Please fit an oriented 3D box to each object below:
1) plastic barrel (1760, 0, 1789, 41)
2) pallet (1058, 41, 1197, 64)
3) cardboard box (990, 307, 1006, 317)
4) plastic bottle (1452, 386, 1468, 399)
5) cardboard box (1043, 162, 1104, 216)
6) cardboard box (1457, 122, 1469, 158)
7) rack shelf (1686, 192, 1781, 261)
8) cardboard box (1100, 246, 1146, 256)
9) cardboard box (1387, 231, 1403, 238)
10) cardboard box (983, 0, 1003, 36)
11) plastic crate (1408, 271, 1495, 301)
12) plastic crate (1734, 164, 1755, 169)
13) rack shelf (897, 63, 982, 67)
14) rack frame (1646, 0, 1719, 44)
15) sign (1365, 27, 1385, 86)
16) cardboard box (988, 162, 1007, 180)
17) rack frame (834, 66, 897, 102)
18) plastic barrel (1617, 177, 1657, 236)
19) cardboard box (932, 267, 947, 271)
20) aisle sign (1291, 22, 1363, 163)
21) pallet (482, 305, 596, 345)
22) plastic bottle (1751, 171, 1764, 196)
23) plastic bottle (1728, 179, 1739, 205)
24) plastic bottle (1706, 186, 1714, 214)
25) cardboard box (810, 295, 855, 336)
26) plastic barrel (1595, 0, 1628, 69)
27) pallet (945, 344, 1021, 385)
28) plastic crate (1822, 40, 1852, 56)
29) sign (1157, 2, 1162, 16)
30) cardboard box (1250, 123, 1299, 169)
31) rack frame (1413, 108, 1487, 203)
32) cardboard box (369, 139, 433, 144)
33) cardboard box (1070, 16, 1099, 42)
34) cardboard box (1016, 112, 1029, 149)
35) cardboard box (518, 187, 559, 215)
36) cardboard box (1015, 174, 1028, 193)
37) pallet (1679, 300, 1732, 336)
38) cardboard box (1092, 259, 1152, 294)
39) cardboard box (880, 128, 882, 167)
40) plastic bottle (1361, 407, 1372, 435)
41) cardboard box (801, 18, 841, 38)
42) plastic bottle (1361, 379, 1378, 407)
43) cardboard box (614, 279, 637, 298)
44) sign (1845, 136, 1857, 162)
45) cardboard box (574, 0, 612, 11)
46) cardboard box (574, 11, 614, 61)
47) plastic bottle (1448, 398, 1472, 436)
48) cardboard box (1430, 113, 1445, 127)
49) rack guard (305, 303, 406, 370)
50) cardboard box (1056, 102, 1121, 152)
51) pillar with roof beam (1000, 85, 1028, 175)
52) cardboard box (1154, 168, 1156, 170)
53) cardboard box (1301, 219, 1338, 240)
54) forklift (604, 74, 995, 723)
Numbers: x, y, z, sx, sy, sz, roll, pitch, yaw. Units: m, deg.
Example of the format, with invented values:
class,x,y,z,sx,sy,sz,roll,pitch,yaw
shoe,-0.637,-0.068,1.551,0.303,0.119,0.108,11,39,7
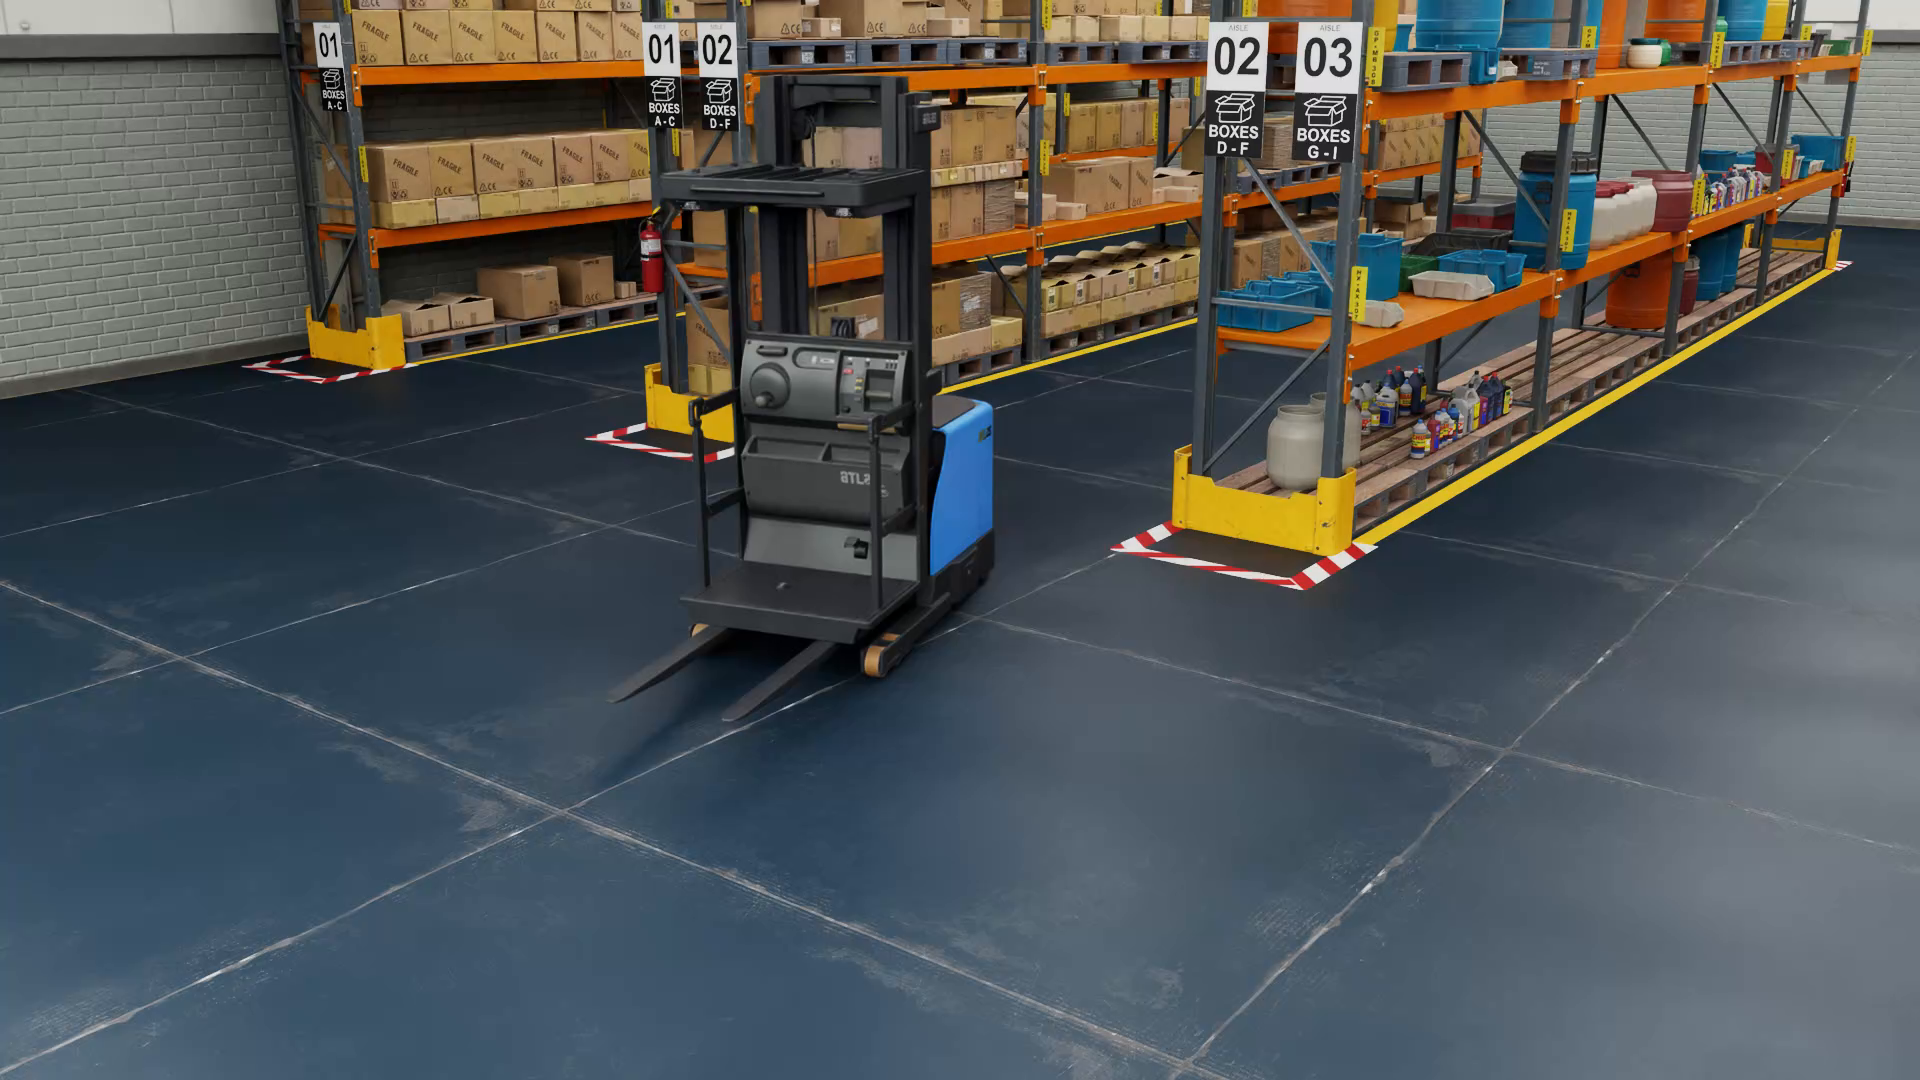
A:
class,x,y,z,sx,sy,sz,roll,pitch,yaw
plastic barrel,8.717,-5.770,18.182,0.600,0.588,0.600,0,17,0
pallet,1.742,-5.121,17.438,1.003,0.211,1.213,14,22,37
cardboard box,0.370,-2.308,17.046,0.500,0.250,0.500,12,21,34
plastic bottle,3.931,-1.074,12.995,0.152,0.276,0.135,12,21,35
cardboard box,1.140,-3.624,17.187,0.500,0.500,0.500,14,22,39
cardboard box,7.151,-5.898,24.508,0.500,0.500,0.500,13,21,35
rack shelf,7.906,-3.480,18.105,1.077,0.370,4.000,12,21,35
cardboard box,1.885,-3.179,18.906,0.500,0.311,0.500,12,21,33
cardboard box,6.053,-4.303,23.577,0.380,0.166,0.250,12,21,35
cardboard box,0.249,-7.407,23.568,0.700,0.500,0.500,12,21,34
plastic crate,3.567,-1.837,12.046,0.530,0.136,0.437,12,21,35
plastic crate,9.894,-4.670,21.069,0.293,0.136,0.466,12,21,35
rack shelf,-0.050,-6.663,23.297,1.077,0.370,4.000,12,21,35
rack frame,6.715,-6.212,15.575,1.000,3.000,0.127,12,21,35
sign,2.387,-2.780,9.566,0.100,0.325,0.005,12,21,35
cardboard box,0.217,-3.467,15.588,0.380,0.149,0.250,12,21,34
rack frame,-1.242,-5.098,22.102,1.000,3.000,0.127,12,21,35
plastic barrel,6.273,-3.118,15.537,0.421,0.512,0.421,0,17,0
cardboard box,-0.464,-2.341,15.887,0.500,0.500,0.500,12,21,35
aisle sign,2.140,-2.614,9.721,0.394,0.787,0.004,12,21,35
pallet,-4.723,-2.355,17.972,1.003,0.211,1.213,12,21,35
plastic bottle,9.123,-4.090,19.064,0.152,0.276,0.135,12,21,35
plastic bottle,8.386,-3.795,18.116,0.152,0.276,0.135,12,21,35
plastic bottle,7.762,-3.526,17.238,0.061,0.283,0.133,12,21,35
cardboard box,-1.233,-1.771,14.053,0.500,0.500,0.500,12,21,35
plastic barrel,5.661,-4.672,14.948,0.600,0.830,0.708,12,21,35
pallet,-0.152,-1.757,16.045,1.003,0.211,1.213,12,21,35
plastic crate,11.123,-6.298,21.268,0.450,0.188,0.336,12,21,35
sign,2.304,-5.999,19.075,0.100,0.325,0.005,12,21,35
cardboard box,3.722,-4.826,20.349,0.500,0.500,0.700,-15,23,-40
rack frame,7.505,-6.129,25.422,1.000,3.000,0.127,12,21,35
cardboard box,-5.591,-3.756,16.737,0.500,0.500,0.500,13,21,35
cardboard box,1.055,-5.108,16.623,0.500,0.250,0.500,10,20,29
cardboard box,0.773,-5.972,24.213,0.500,0.500,0.500,13,21,35
cardboard box,-4.554,-3.557,17.359,0.500,0.250,0.500,13,21,35
cardboard box,0.859,-5.047,24.854,0.750,0.750,0.750,13,21,35
pallet,7.878,-2.500,18.438,1.003,0.211,1.213,12,21,35
cardboard box,1.717,-2.847,17.835,0.500,0.311,0.500,13,22,36
cardboard box,-0.801,-3.472,14.512,0.700,0.500,0.500,12,21,35
plastic bottle,3.056,-0.901,12.564,0.097,0.201,0.097,0,17,0
cardboard box,-1.185,-4.147,13.461,0.380,0.149,0.250,12,21,35
plastic bottle,3.151,-1.074,12.870,0.144,0.351,0.185,12,21,34
cardboard box,-3.920,-2.869,18.961,0.380,0.166,0.250,9,20,28
sign,11.933,-5.237,22.275,0.100,0.325,0.005,12,21,35
cardboard box,-4.026,-5.812,17.456,0.500,0.500,0.500,14,22,38
cardboard box,-4.039,-5.353,17.662,0.500,0.500,0.500,10,20,30
plastic bottle,3.772,-0.939,12.560,0.152,0.276,0.135,13,21,36
cardboard box,6.550,-6.132,23.578,0.500,0.500,0.500,13,22,36
rack guard,-5.963,-2.017,16.395,1.175,0.500,0.348,12,21,35
cardboard box,1.917,-6.493,26.089,0.980,0.700,0.700,12,21,33
pillar with roof beam,4.321,-8.474,22.859,9.100,9.000,0.400,12,21,35
cardboard box,3.102,-6.200,28.066,0.380,0.149,0.250,13,21,35
cardboard box,4.757,-3.908,21.743,0.500,0.500,0.500,13,21,35
forklift,-0.788,-0.835,8.490,1.130,2.935,3.031,6,18,20
